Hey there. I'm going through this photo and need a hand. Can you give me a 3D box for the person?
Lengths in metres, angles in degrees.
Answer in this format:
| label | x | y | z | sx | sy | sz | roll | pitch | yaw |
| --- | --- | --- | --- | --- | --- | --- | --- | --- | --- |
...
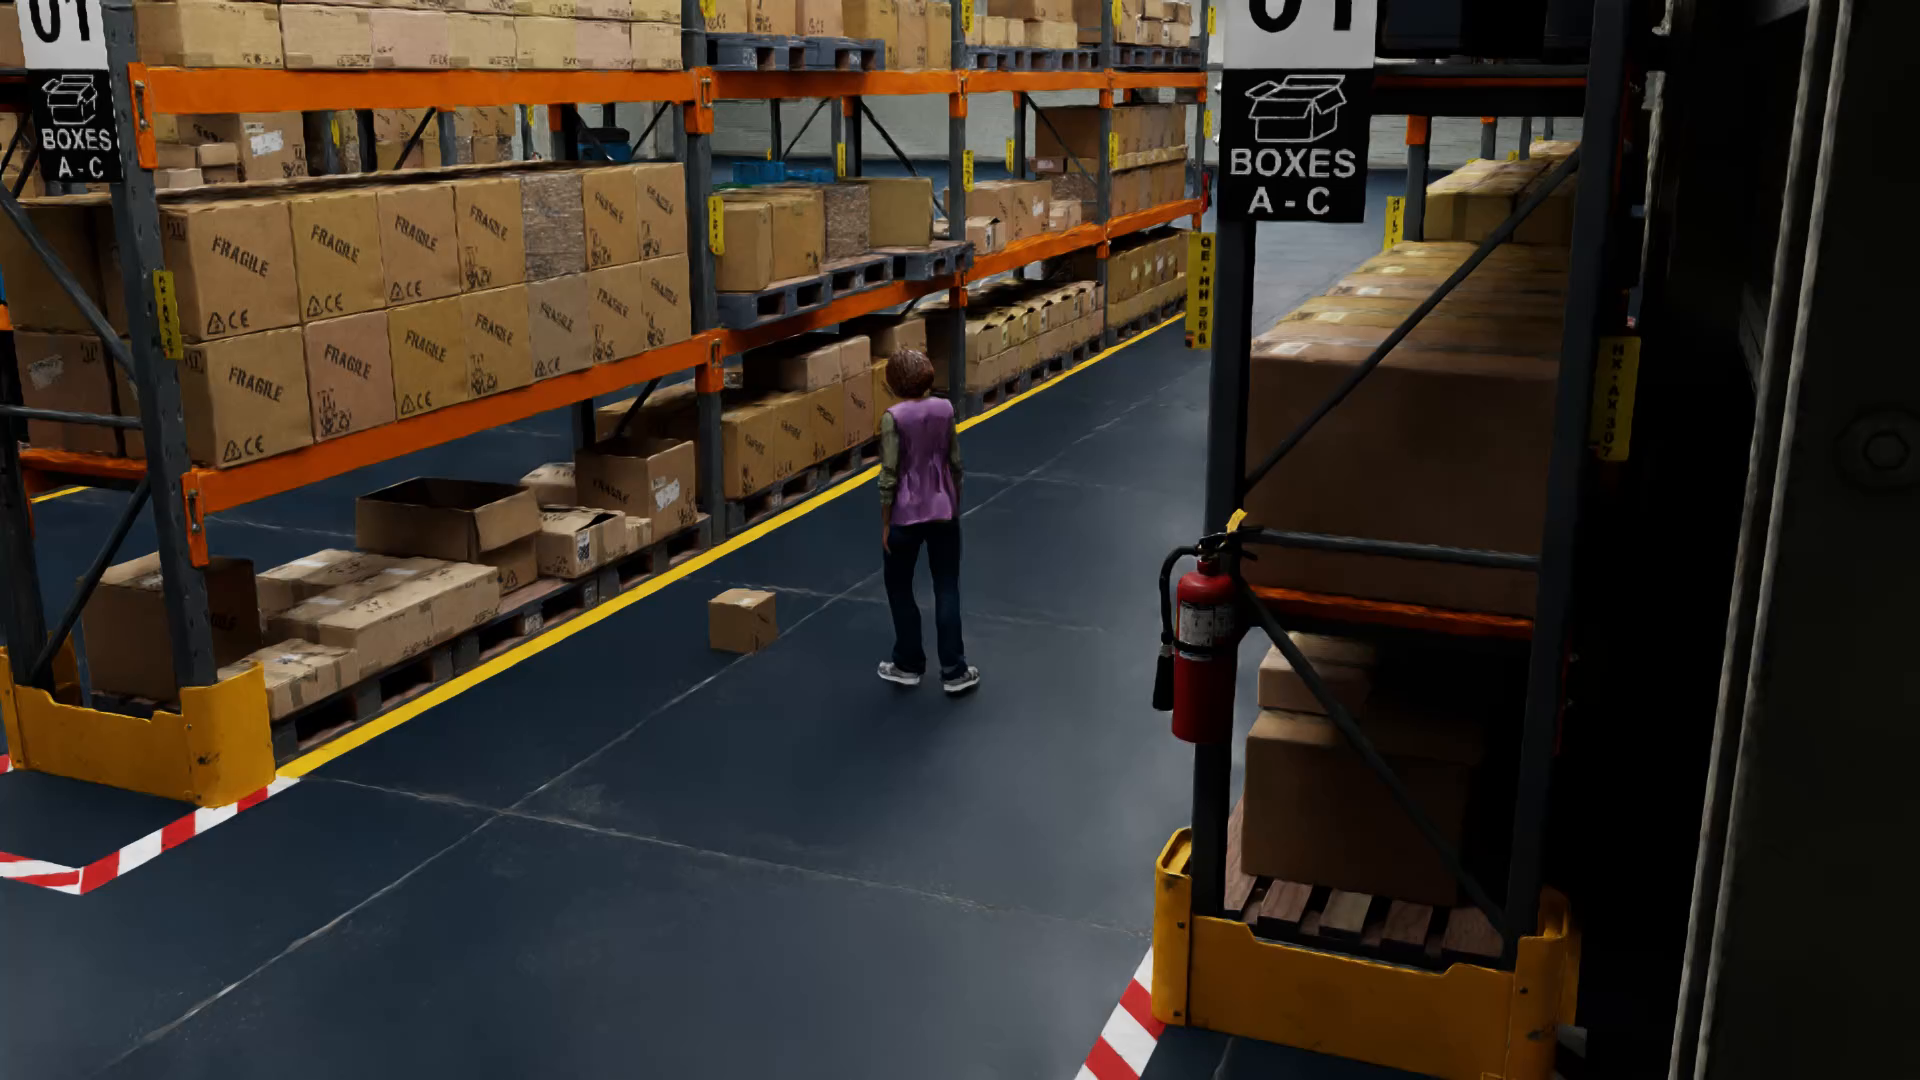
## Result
| label | x | y | z | sx | sy | sz | roll | pitch | yaw |
| --- | --- | --- | --- | --- | --- | --- | --- | --- | --- |
| person | -0.161 | -0.085 | 7.657 | 0.479 | 1.596 | 0.487 | -7 | 17 | -24 |
